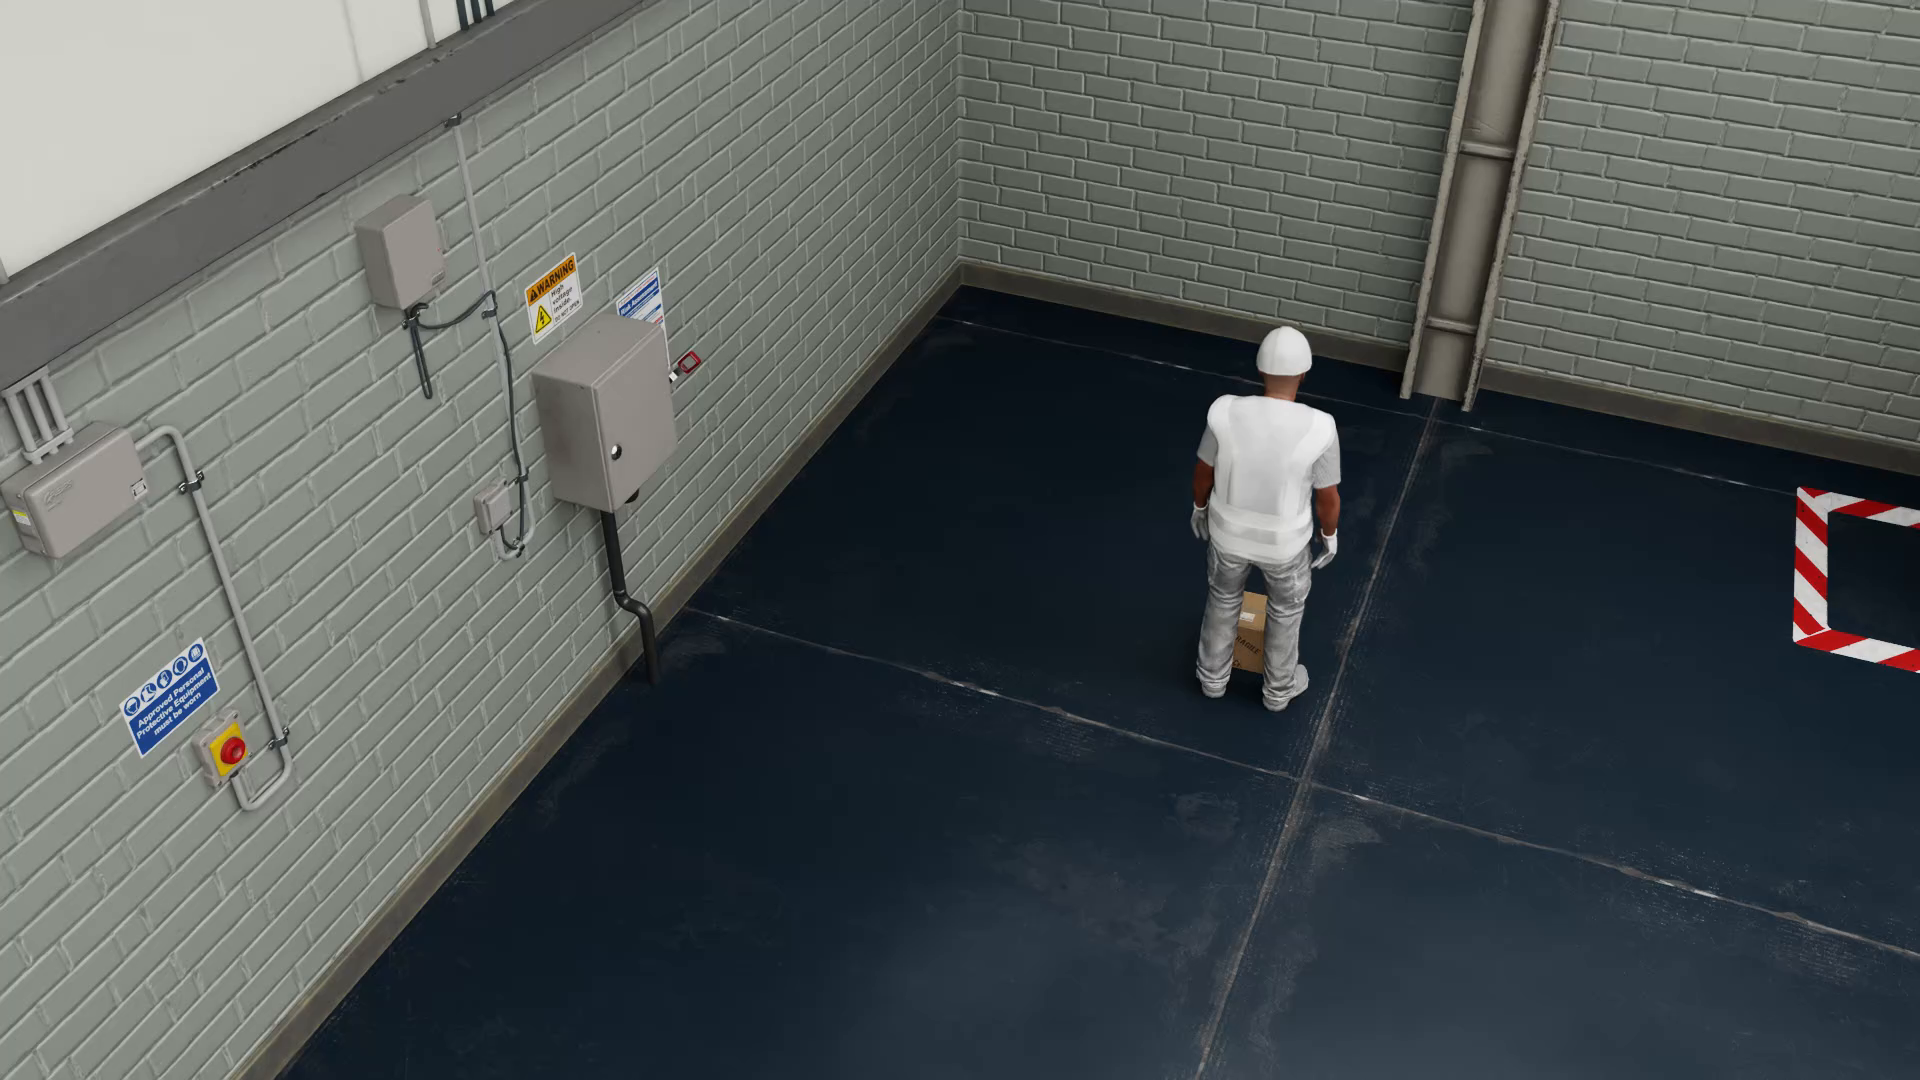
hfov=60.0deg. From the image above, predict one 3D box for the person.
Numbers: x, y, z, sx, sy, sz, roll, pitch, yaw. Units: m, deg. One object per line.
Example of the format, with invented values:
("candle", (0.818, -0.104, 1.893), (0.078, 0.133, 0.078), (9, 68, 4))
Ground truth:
("person", (1.255, -0.056, 6.884), (0.617, 1.775, 0.446), (14, 39, 18))
